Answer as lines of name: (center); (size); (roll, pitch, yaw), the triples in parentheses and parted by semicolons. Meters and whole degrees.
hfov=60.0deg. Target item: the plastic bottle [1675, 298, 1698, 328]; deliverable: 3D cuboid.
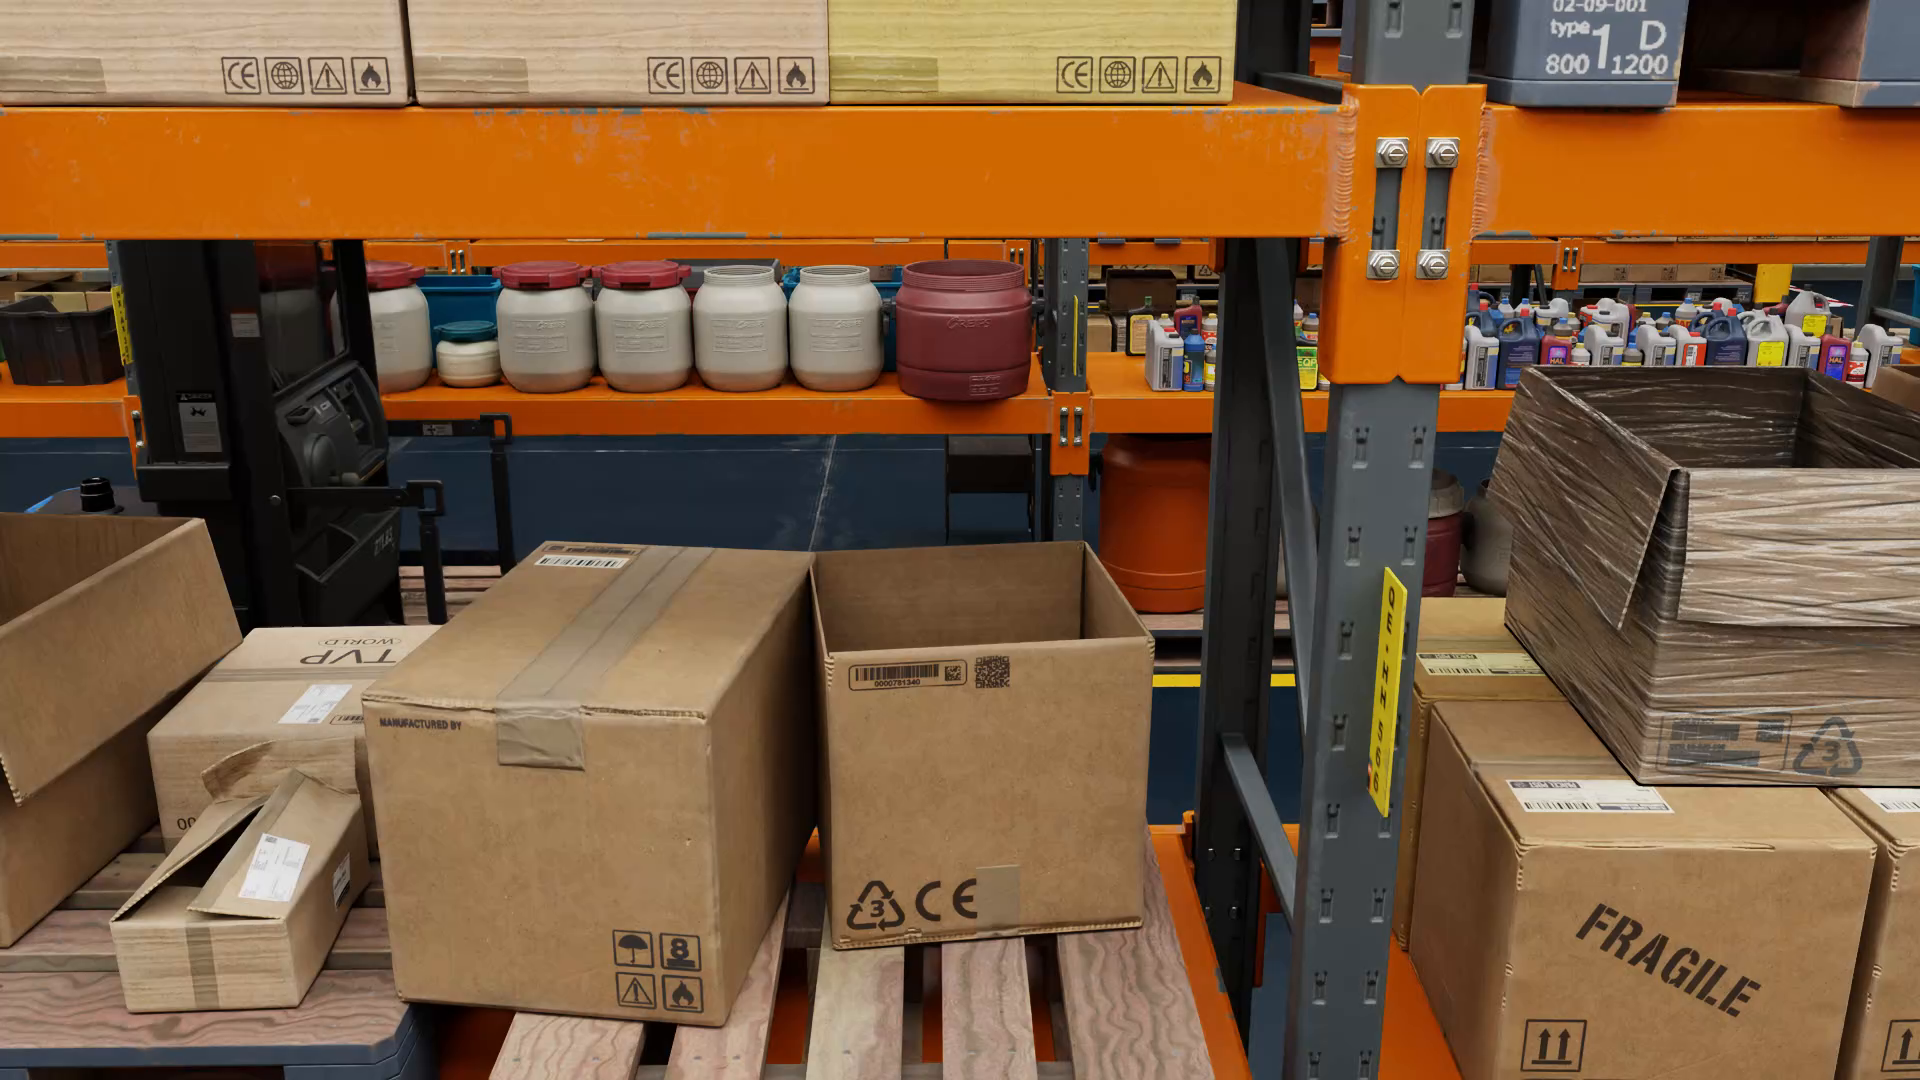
plastic bottle: (3.524, -1.038, 8.084); (0.097, 0.271, 0.097); (0, 18, 0)

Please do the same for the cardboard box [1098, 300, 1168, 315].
cardboard box: (1.332, -1.568, 12.898); (0.500, 0.500, 0.500); (0, 18, 1)

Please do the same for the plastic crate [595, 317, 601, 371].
plastic crate: (-1.787, -0.934, 7.897); (0.662, 0.188, 0.450); (0, 18, -1)

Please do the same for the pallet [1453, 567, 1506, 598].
pallet: (2.480, 0.346, 8.123); (1.213, 0.211, 1.003); (0, 18, -1)

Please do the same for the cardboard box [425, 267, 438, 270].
cardboard box: (-5.683, -2.933, 17.153); (0.500, 0.500, 0.700); (-1, 18, -4)

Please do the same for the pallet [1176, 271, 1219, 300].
pallet: (2.325, -2.644, 17.444); (1.213, 0.211, 1.003); (0, 18, -1)

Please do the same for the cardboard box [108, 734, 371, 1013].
cardboard box: (-1.110, 0.507, 2.588); (0.258, 0.266, 0.396); (-1, 18, -2)

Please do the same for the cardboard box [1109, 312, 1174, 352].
cardboard box: (1.384, -1.411, 12.408); (0.500, 0.500, 0.500); (-1, 18, -3)

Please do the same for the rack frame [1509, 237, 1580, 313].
rack frame: (4.400, -2.492, 12.406); (0.127, 3.000, 1.000); (0, 18, -1)

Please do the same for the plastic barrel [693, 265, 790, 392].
plastic barrel: (-0.971, -0.941, 7.388); (0.421, 0.512, 0.421); (0, 18, 0)

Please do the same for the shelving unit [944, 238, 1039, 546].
shelving unit: (0.166, -1.001, 9.229); (0.503, 2.100, 0.431); (0, 18, -1)

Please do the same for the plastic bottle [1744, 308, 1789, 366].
plastic bottle: (3.561, -0.852, 7.372); (0.185, 0.351, 0.144); (0, 18, -1)

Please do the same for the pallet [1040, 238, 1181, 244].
pallet: (1.077, -2.406, 12.452); (1.003, 0.211, 1.213); (0, 18, -1)

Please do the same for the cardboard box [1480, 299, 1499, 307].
cardboard box: (3.913, -1.584, 12.945); (0.500, 0.500, 0.500); (-1, 18, -3)

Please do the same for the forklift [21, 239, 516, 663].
forklift: (-2.124, -0.456, 6.170); (3.031, 2.935, 1.130); (0, 18, -1)

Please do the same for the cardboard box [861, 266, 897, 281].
cardboard box: (-0.917, -3.019, 17.419); (0.500, 0.500, 0.700); (0, 18, -1)

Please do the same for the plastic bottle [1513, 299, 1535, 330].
plastic bottle: (2.732, -1.034, 8.072); (0.097, 0.271, 0.097); (0, 18, 0)

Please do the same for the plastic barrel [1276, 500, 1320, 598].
plastic barrel: (1.527, -0.013, 8.063); (0.421, 0.512, 0.421); (0, 18, 0)

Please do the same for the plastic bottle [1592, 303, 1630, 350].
plastic bottle: (3.082, -0.983, 7.906); (0.135, 0.276, 0.152); (0, 18, -1)

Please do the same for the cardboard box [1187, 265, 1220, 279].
cardboard box: (2.782, -3.133, 17.237); (0.750, 0.750, 0.750); (0, 18, 1)

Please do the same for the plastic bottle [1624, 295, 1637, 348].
plastic bottle: (3.213, -1.048, 8.095); (0.133, 0.283, 0.061); (0, 18, -1)

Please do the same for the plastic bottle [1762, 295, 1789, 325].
plastic bottle: (3.968, -1.052, 8.106); (0.133, 0.283, 0.061); (0, 18, -1)

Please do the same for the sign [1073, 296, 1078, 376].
sign: (0.491, -0.870, 7.081); (0.005, 0.325, 0.100); (0, 18, -1)

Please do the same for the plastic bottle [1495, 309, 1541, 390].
plastic bottle: (2.459, -0.846, 7.355); (0.185, 0.351, 0.144); (0, 18, -1)

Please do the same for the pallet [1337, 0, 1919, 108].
pallet: (1.196, -0.805, 2.545); (1.003, 0.211, 1.213); (1, 18, 2)

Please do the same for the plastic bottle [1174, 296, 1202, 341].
plastic bottle: (1.104, -1.038, 8.063); (0.133, 0.283, 0.061); (0, 18, -1)

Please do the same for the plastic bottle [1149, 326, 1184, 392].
plastic bottle: (0.913, -0.804, 7.347); (0.135, 0.276, 0.152); (0, 18, -1)

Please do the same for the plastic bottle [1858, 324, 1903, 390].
plastic bottle: (4.086, -0.820, 7.395); (0.135, 0.276, 0.152); (0, 18, -1)

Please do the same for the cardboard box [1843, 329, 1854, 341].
cardboard box: (6.852, -1.491, 13.066); (0.500, 0.250, 0.500); (0, 18, -1)

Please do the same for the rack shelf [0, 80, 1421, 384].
rack shelf: (-1.446, -0.523, 2.536); (4.000, 0.370, 1.077); (0, 18, -1)

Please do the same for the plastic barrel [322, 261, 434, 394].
plastic barrel: (-2.564, -0.943, 7.354); (0.433, 0.535, 0.433); (0, 18, 0)

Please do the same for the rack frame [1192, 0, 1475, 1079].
rack frame: (0.553, 0.554, 2.911); (0.053, 2.616, 0.949); (0, 18, -1)

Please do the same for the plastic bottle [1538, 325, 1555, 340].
plastic bottle: (2.600, -0.821, 7.405); (0.097, 0.271, 0.097); (0, 18, 0)

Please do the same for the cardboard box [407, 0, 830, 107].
cardboard box: (-0.414, -0.721, 2.218); (0.500, 0.250, 0.500); (0, 18, -1)

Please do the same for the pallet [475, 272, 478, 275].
pallet: (-5.575, -2.618, 17.363); (1.213, 0.211, 1.003); (0, 18, -1)

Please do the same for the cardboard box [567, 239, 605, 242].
cardboard box: (-2.710, -2.276, 12.143); (0.250, 0.149, 0.380); (0, 18, -1)

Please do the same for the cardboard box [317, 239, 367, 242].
cardboard box: (-4.570, -2.493, 12.244); (0.500, 0.500, 0.700); (0, 18, -1)

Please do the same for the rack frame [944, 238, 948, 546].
rack frame: (-0.078, -0.999, 9.226); (0.015, 2.100, 0.400); (0, 18, -1)

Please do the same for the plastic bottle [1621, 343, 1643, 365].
plastic bottle: (2.966, -0.770, 7.364); (0.097, 0.201, 0.097); (0, 18, 0)

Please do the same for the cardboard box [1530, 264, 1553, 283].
cardboard box: (6.083, -2.990, 17.364); (0.500, 0.500, 0.700); (0, 18, 0)

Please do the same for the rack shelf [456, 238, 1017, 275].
rack shelf: (-1.599, -2.121, 12.426); (4.000, 0.370, 1.077); (0, 18, -1)

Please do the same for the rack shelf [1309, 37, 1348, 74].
rack shelf: (2.475, -2.055, 7.311); (4.000, 0.370, 1.077); (0, 18, -1)

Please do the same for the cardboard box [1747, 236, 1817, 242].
cardboard box: (5.926, -2.464, 12.155); (0.500, 0.500, 0.500); (0, 18, -1)

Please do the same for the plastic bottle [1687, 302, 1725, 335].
plastic bottle: (3.374, -0.895, 7.507); (0.185, 0.351, 0.144); (0, 18, -1)

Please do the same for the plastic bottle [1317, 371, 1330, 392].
plastic bottle: (1.625, -0.764, 7.343); (0.097, 0.201, 0.097); (0, 18, 0)

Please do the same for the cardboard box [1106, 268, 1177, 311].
cardboard box: (1.388, -1.927, 12.788); (0.500, 0.250, 0.500); (0, 18, 1)

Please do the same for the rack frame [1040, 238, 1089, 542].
rack frame: (0.475, -0.960, 7.630); (0.127, 3.000, 1.000); (0, 18, -1)

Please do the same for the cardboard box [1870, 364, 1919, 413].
cardboard box: (1.936, 0.026, 2.748); (0.637, 0.503, 0.797); (0, 18, 0)

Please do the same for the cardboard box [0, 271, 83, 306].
cardboard box: (-7.067, -1.776, 12.758); (0.500, 0.500, 0.500); (0, 18, -1)
